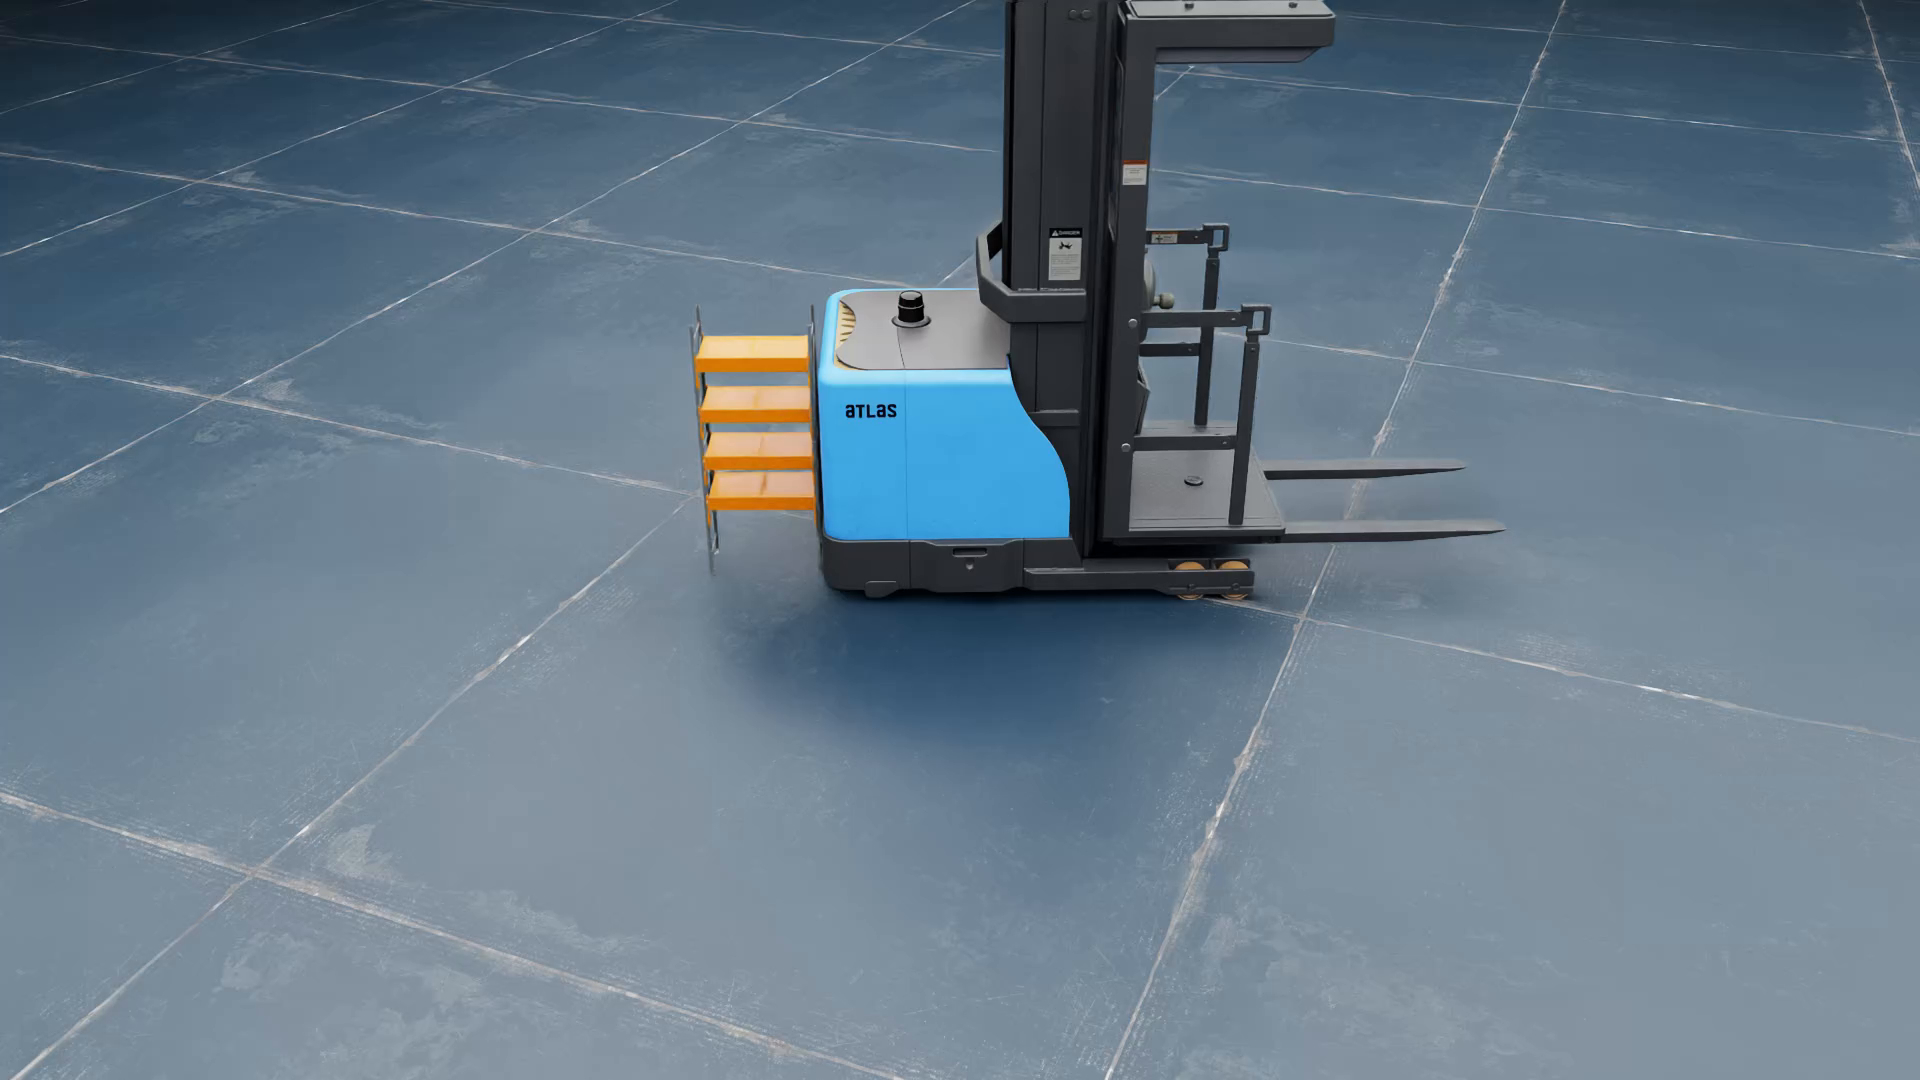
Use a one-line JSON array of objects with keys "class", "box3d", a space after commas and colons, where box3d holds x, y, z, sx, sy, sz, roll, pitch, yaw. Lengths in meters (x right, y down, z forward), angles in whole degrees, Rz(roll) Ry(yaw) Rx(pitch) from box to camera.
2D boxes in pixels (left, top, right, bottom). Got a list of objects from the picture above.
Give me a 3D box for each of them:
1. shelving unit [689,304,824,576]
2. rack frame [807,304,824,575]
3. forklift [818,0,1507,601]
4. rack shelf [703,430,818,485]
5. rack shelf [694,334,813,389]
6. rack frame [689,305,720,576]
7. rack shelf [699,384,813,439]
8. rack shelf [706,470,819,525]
[{"class": "shelving unit", "box3d": [-0.871, -0.422, 7.278, 0.503, 1.200, 0.258, 0, 29, -1]}, {"class": "rack frame", "box3d": [-0.627, -0.424, 7.280, 0.015, 1.200, 0.240, 0, 29, -1]}, {"class": "forklift", "box3d": [0.906, -1.273, 7.024, 3.031, 2.935, 1.130, -1, 29, -1]}, {"class": "rack shelf", "box3d": [-0.871, -0.364, 7.311, 0.480, 0.148, 0.258, 0, 29, -1]}, {"class": "rack shelf", "box3d": [-0.871, -0.764, 7.084, 0.480, 0.148, 0.258, 0, 29, -1]}, {"class": "rack frame", "box3d": [-1.115, -0.421, 7.275, 0.015, 1.200, 0.240, 0, 29, -1]}, {"class": "rack shelf", "box3d": [-0.871, -0.558, 7.201, 0.480, 0.148, 0.258, 0, 29, -1]}, {"class": "rack shelf", "box3d": [-0.871, -0.191, 7.409, 0.480, 0.148, 0.258, 0, 29, -1]}]
